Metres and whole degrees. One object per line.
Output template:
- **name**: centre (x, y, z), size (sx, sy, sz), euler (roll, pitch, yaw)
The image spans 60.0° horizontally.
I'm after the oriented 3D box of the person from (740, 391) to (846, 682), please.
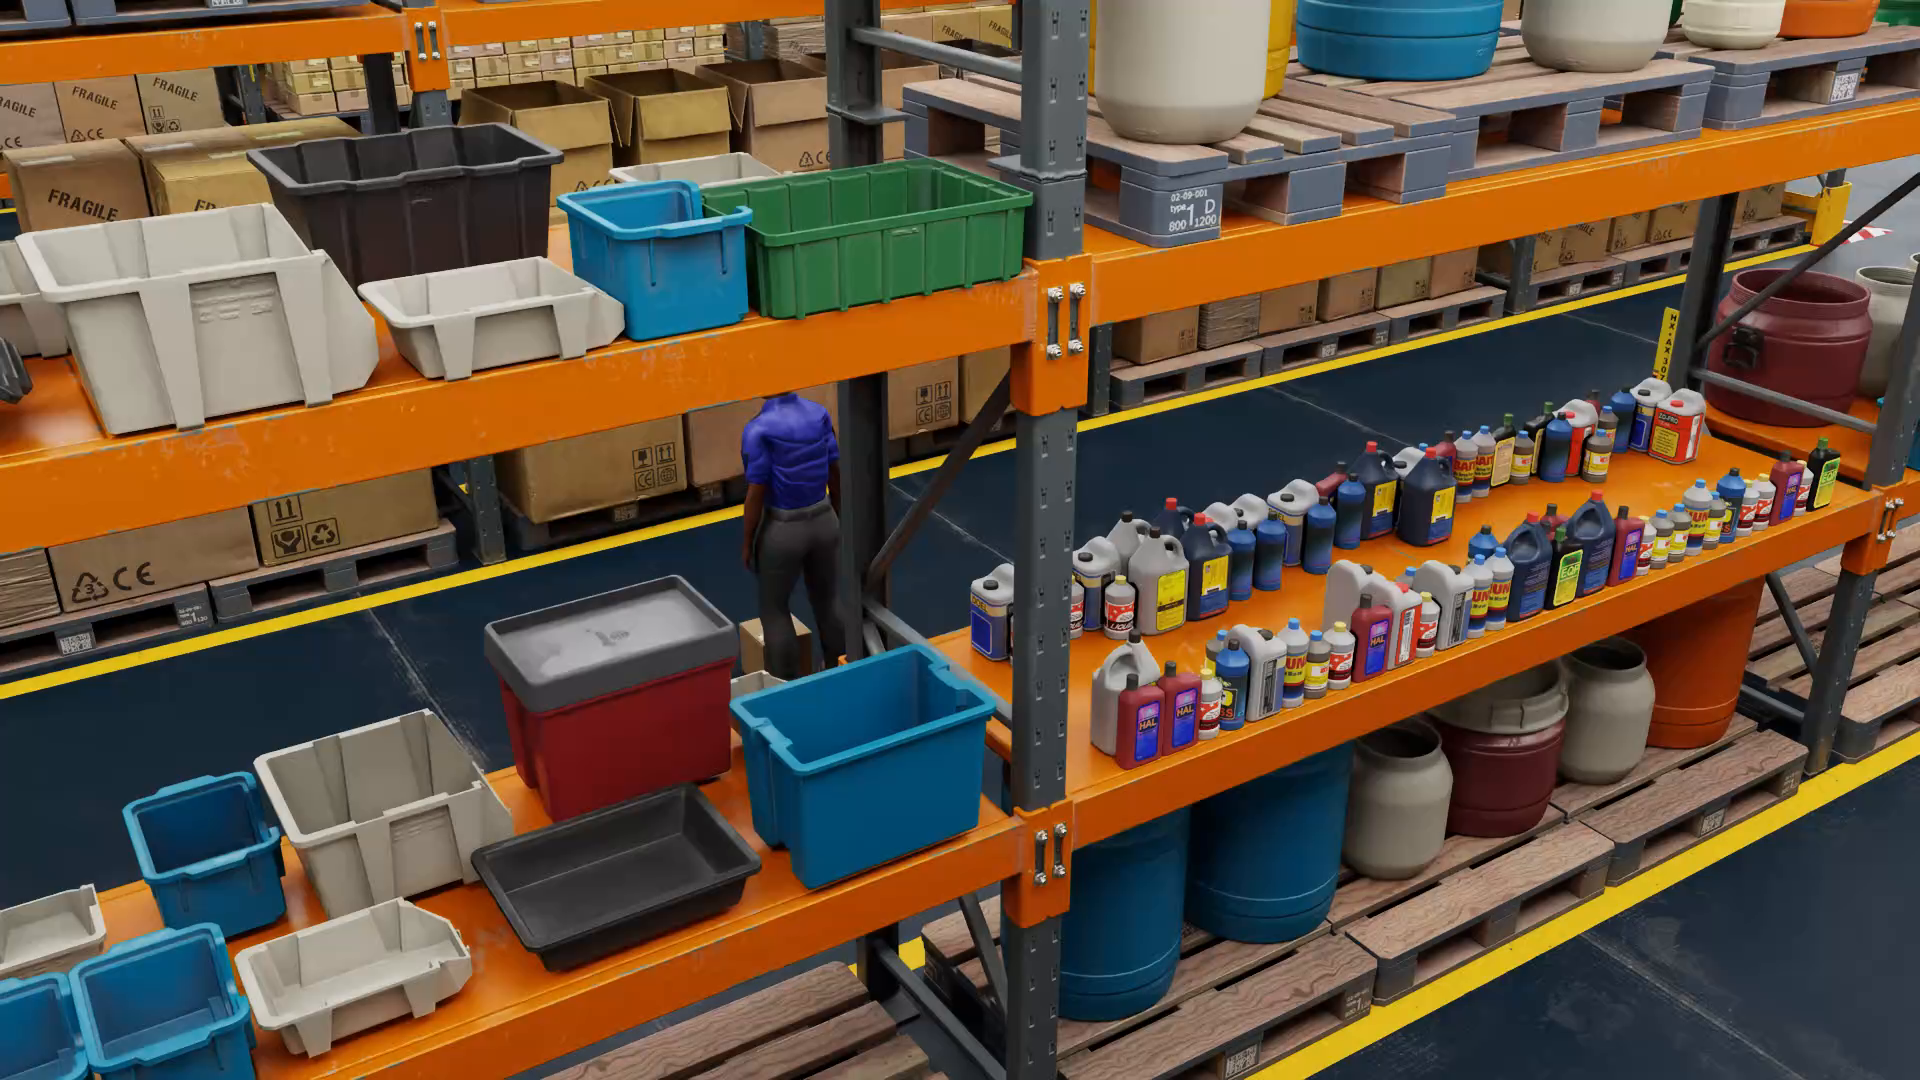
- **person**: centre (-0.711, -0.040, 7.200), size (0.530, 1.654, 0.352), euler (-18, 30, -33)
